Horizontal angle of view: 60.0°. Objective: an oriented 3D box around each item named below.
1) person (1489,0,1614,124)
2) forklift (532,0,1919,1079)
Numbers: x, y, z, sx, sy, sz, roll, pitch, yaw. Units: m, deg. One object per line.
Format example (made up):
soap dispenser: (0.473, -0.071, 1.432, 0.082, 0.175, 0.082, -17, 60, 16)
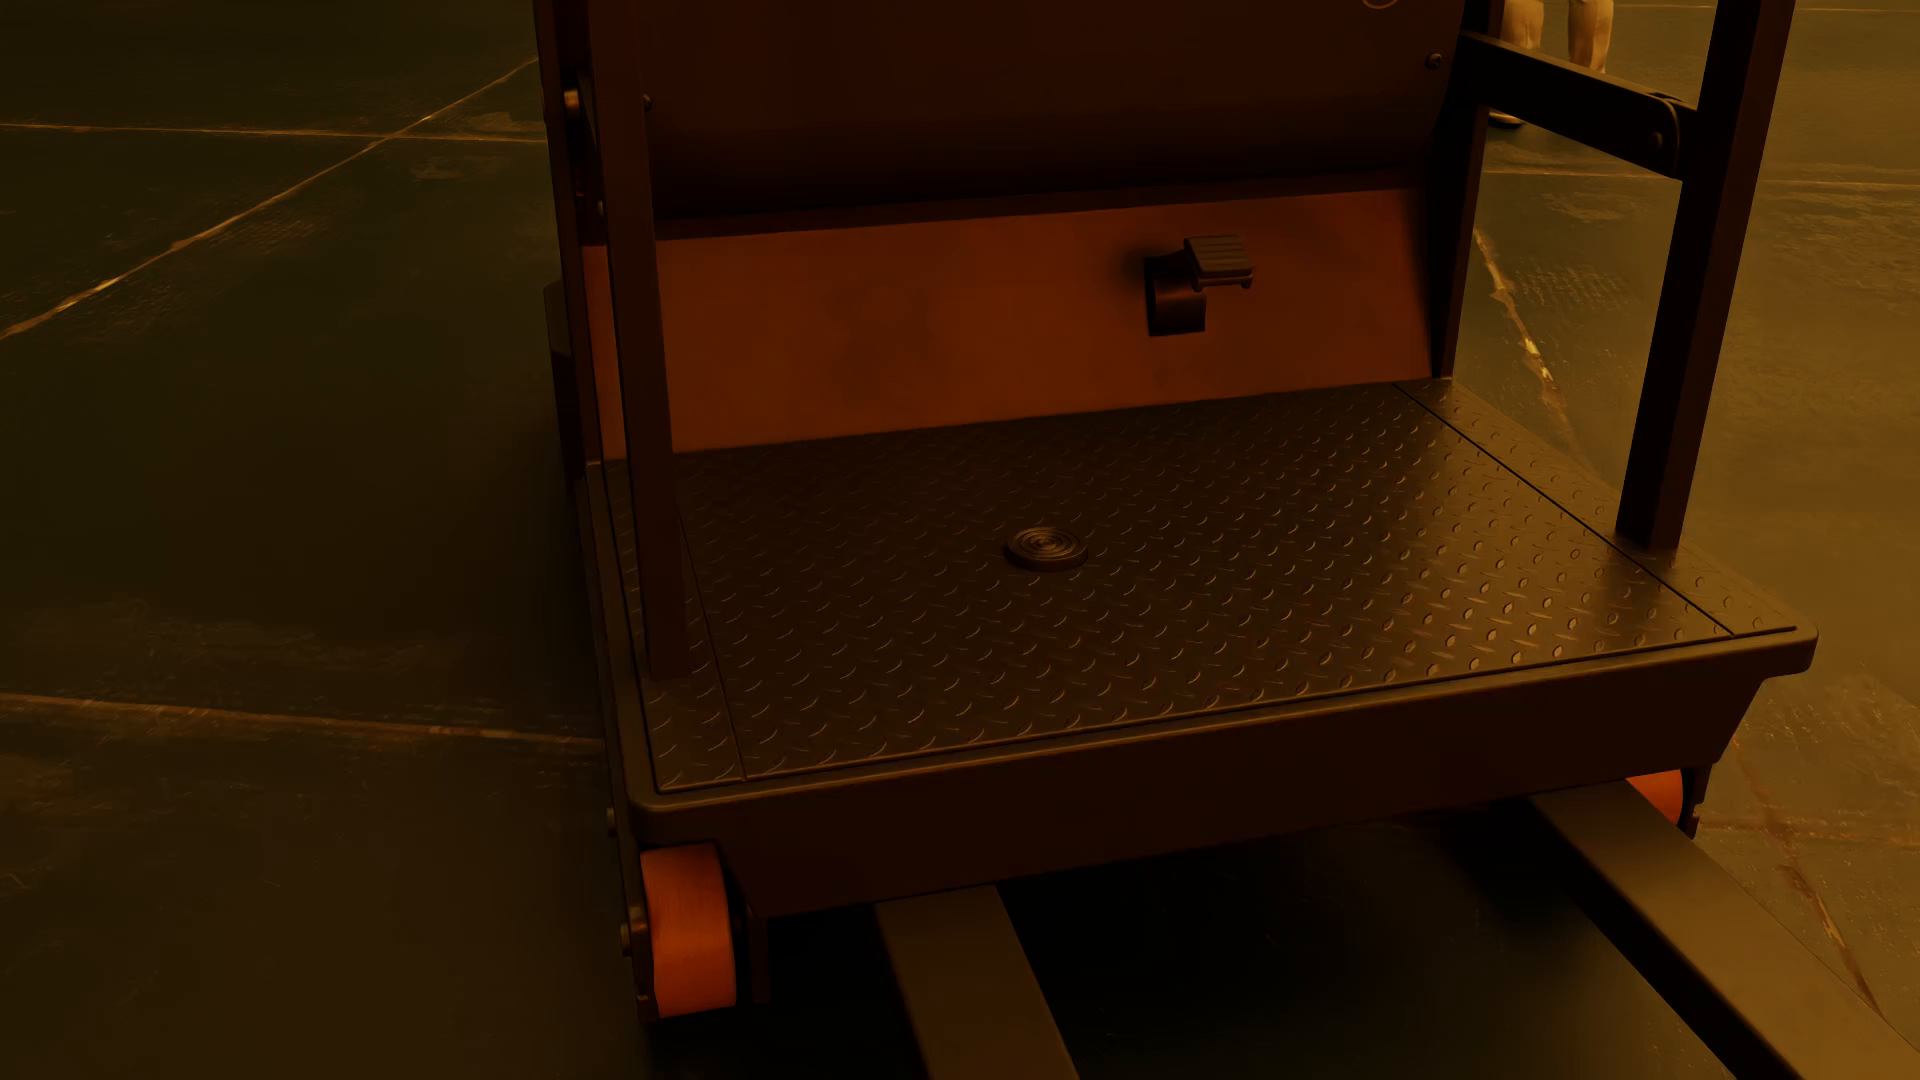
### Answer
person: (1.679, -2.029, 4.662, 0.575, 1.701, 0.518, 3, 27, 7)
forklift: (0.153, -1.049, 1.319, 1.130, 2.935, 3.031, -7, 27, -13)
